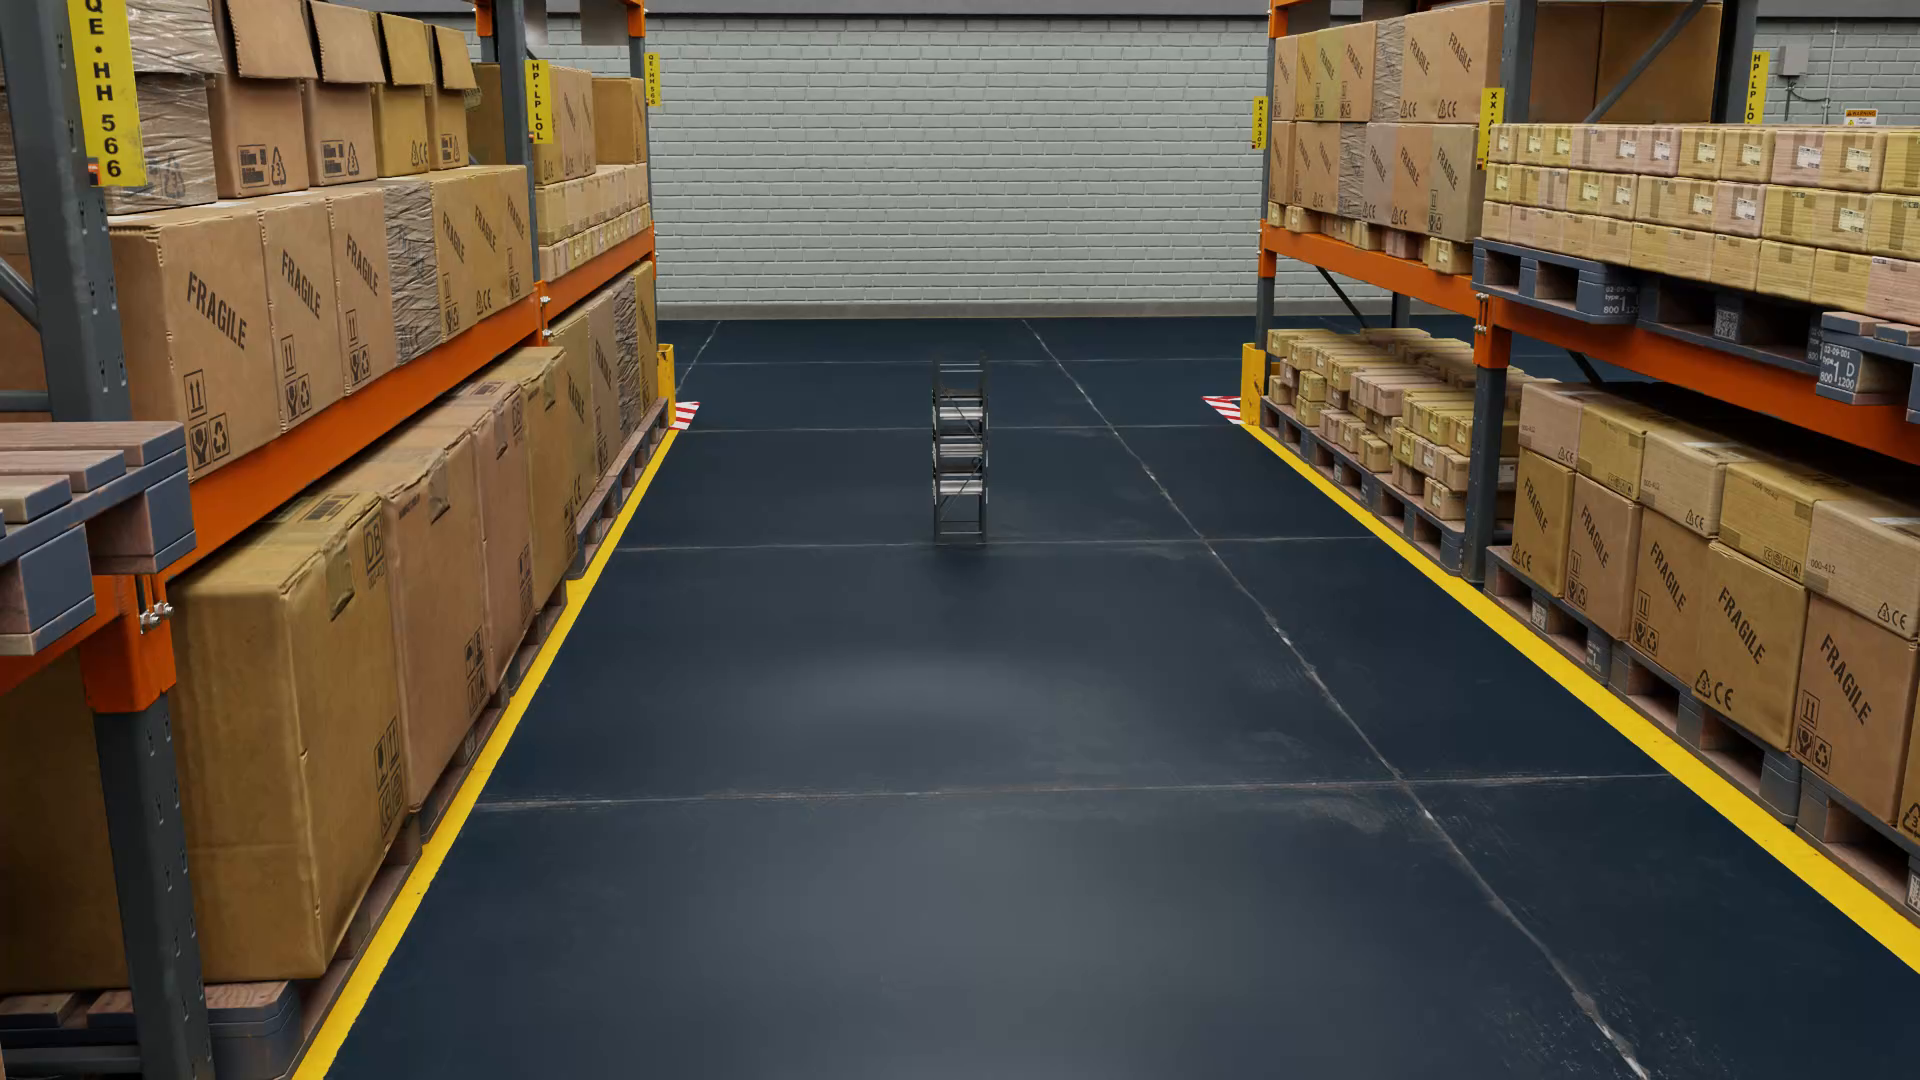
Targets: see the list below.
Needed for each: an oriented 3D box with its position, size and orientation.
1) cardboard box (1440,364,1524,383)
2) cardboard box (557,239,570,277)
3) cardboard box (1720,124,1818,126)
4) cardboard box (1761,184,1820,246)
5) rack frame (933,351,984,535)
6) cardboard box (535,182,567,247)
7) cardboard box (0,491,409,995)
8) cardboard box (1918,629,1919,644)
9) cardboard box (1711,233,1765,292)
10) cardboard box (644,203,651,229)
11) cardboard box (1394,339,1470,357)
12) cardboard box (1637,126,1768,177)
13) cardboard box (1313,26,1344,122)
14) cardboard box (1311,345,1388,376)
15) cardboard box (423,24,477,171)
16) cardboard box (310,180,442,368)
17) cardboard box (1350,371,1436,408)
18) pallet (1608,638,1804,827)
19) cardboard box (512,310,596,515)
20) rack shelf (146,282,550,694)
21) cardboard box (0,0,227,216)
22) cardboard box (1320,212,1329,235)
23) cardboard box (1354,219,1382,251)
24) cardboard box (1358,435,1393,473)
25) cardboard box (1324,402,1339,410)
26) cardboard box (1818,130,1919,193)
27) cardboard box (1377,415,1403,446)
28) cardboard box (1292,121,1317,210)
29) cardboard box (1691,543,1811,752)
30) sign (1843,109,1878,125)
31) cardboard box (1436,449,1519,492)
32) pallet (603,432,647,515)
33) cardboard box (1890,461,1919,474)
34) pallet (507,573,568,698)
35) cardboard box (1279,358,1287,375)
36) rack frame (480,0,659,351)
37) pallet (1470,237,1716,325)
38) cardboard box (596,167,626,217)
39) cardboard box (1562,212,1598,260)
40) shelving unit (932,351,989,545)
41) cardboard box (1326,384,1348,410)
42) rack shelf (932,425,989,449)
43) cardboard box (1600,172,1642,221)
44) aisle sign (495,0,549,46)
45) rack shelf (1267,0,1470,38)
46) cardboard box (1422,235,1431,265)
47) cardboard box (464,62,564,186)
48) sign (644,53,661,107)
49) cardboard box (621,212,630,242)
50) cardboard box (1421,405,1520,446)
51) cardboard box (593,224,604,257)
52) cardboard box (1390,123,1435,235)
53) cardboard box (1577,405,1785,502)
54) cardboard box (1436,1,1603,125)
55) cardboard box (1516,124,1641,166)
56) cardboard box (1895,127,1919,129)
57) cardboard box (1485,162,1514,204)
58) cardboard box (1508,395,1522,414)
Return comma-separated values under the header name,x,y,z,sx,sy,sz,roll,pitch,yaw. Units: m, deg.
name,x,y,z,sx,sy,sz,roll,pitch,yaw
cardboard box,2.835,-0.866,9.058,0.380,0.149,0.250,-1,14,-3
cardboard box,-1.938,-1.248,7.363,0.380,0.149,0.250,-1,14,-5
cardboard box,2.973,-1.419,5.991,0.380,0.149,0.250,-1,14,-5
cardboard box,2.419,-0.880,4.492,0.380,0.149,0.250,-1,14,-4
rack frame,-0.007,-0.463,8.020,0.240,0.900,0.006,-1,14,-3
cardboard box,-2.003,-1.418,7.223,0.500,0.250,0.500,-1,14,-4
cardboard box,-2.009,0.422,3.786,1.225,0.875,0.875,-2,15,-6
cardboard box,2.665,0.195,3.916,0.500,0.250,0.500,-1,14,-5
cardboard box,2.406,-0.799,4.774,0.380,0.149,0.250,0,14,-2
cardboard box,-2.132,-2.016,10.345,0.380,0.149,0.250,-1,14,-2
cardboard box,2.860,-1.130,10.081,0.380,0.149,0.250,-1,14,-5
cardboard box,2.368,-1.221,5.218,0.380,0.149,0.250,0,14,-1
cardboard box,2.284,-2.578,9.223,0.500,0.500,0.500,-1,14,-5
cardboard box,2.290,-1.056,9.795,0.380,0.149,0.250,-2,15,-6
cardboard box,-2.188,-1.602,6.017,0.797,0.503,0.637,-1,14,-5
cardboard box,-1.845,-0.785,4.856,0.500,0.500,0.500,-1,14,-3
cardboard box,2.285,-0.796,8.785,0.380,0.149,0.250,-1,14,-5
pallet,2.850,0.571,5.385,1.003,0.211,1.213,-1,14,-3
cardboard box,-2.196,-0.566,7.627,0.875,0.875,0.875,-1,14,-3
rack shelf,-2.111,-0.380,4.928,1.077,0.370,4.000,-1,14,-3
cardboard box,-2.017,-0.948,3.476,0.797,0.503,0.637,0,14,-2
cardboard box,2.340,-1.872,9.787,0.380,0.149,0.250,0,14,-1
cardboard box,2.301,-1.611,8.772,0.380,0.149,0.250,-1,14,-2
cardboard box,2.293,-0.450,8.634,0.380,0.149,0.250,-1,14,-4
cardboard box,2.324,-0.707,9.633,0.380,0.149,0.250,-1,14,-3
cardboard box,2.431,-0.961,4.210,0.380,0.149,0.250,0,14,-2
cardboard box,2.368,-0.578,8.535,0.380,0.149,0.250,-1,14,-2
cardboard box,2.284,-2.216,9.822,0.500,0.500,0.500,-1,14,-3
cardboard box,2.590,0.304,4.997,0.500,0.500,0.500,-2,15,-6
sign,9.073,-4.223,16.761,0.339,0.242,0.001,-1,14,-3
cardboard box,2.385,-0.318,7.523,0.380,0.149,0.250,-1,14,-2
pallet,-2.283,-0.370,9.041,1.003,0.211,1.213,-1,14,-3
cardboard box,3.119,-0.063,4.921,0.500,0.250,0.500,-1,14,-3
pallet,-2.112,0.315,6.378,1.003,0.211,1.213,-1,14,-3
cardboard box,2.250,-1.105,10.582,0.380,0.149,0.250,0,14,-1
rack frame,-2.483,-2.221,10.638,1.000,3.000,0.127,-1,14,-3
pallet,2.624,-0.992,6.248,1.003,0.211,1.213,-1,14,-3
cardboard box,-2.126,-1.923,9.185,0.500,0.250,0.500,-1,14,-5
cardboard box,2.336,-1.061,5.790,0.380,0.149,0.250,-1,14,-3
shelving unit,0.000,-0.438,7.922,0.258,0.900,0.210,-1,14,-3
cardboard box,2.333,-0.846,9.577,0.380,0.149,0.250,-2,15,-6
rack shelf,0.000,-0.493,7.908,0.258,0.077,0.200,-1,14,-3
cardboard box,2.357,-1.138,5.494,0.380,0.149,0.250,0,14,-1
aisle sign,-2.787,-3.493,10.366,0.394,0.787,0.004,-1,14,-3
rack shelf,2.597,-2.879,8.621,1.077,0.370,4.000,-1,14,-3
cardboard box,2.388,-1.353,7.769,0.380,0.149,0.250,0,14,-1
cardboard box,-2.010,-1.784,7.138,0.500,0.500,0.500,-1,14,-3
sign,-1.941,-2.901,10.483,0.100,0.325,0.005,-1,14,-3
cardboard box,-2.068,-1.762,9.358,0.380,0.149,0.250,-1,14,-5
cardboard box,2.384,-0.536,7.773,0.380,0.149,0.250,-1,14,-3
cardboard box,-2.002,-1.505,8.362,0.380,0.149,0.250,-1,14,-3
cardboard box,2.378,-1.715,7.875,0.500,0.500,0.500,-1,14,-5
cardboard box,2.539,-0.313,5.893,0.500,0.250,0.500,0,14,-2
cardboard box,2.422,-2.067,7.236,0.500,0.500,0.500,-1,14,-5
cardboard box,2.310,-1.473,6.199,0.380,0.149,0.250,0,14,-2
cardboard box,3.039,-1.159,4.980,0.380,0.149,0.250,-1,14,-4
cardboard box,2.287,-1.398,6.505,0.380,0.149,0.250,-1,14,-3
cardboard box,2.884,-0.609,8.057,0.380,0.149,0.250,-1,14,-4
